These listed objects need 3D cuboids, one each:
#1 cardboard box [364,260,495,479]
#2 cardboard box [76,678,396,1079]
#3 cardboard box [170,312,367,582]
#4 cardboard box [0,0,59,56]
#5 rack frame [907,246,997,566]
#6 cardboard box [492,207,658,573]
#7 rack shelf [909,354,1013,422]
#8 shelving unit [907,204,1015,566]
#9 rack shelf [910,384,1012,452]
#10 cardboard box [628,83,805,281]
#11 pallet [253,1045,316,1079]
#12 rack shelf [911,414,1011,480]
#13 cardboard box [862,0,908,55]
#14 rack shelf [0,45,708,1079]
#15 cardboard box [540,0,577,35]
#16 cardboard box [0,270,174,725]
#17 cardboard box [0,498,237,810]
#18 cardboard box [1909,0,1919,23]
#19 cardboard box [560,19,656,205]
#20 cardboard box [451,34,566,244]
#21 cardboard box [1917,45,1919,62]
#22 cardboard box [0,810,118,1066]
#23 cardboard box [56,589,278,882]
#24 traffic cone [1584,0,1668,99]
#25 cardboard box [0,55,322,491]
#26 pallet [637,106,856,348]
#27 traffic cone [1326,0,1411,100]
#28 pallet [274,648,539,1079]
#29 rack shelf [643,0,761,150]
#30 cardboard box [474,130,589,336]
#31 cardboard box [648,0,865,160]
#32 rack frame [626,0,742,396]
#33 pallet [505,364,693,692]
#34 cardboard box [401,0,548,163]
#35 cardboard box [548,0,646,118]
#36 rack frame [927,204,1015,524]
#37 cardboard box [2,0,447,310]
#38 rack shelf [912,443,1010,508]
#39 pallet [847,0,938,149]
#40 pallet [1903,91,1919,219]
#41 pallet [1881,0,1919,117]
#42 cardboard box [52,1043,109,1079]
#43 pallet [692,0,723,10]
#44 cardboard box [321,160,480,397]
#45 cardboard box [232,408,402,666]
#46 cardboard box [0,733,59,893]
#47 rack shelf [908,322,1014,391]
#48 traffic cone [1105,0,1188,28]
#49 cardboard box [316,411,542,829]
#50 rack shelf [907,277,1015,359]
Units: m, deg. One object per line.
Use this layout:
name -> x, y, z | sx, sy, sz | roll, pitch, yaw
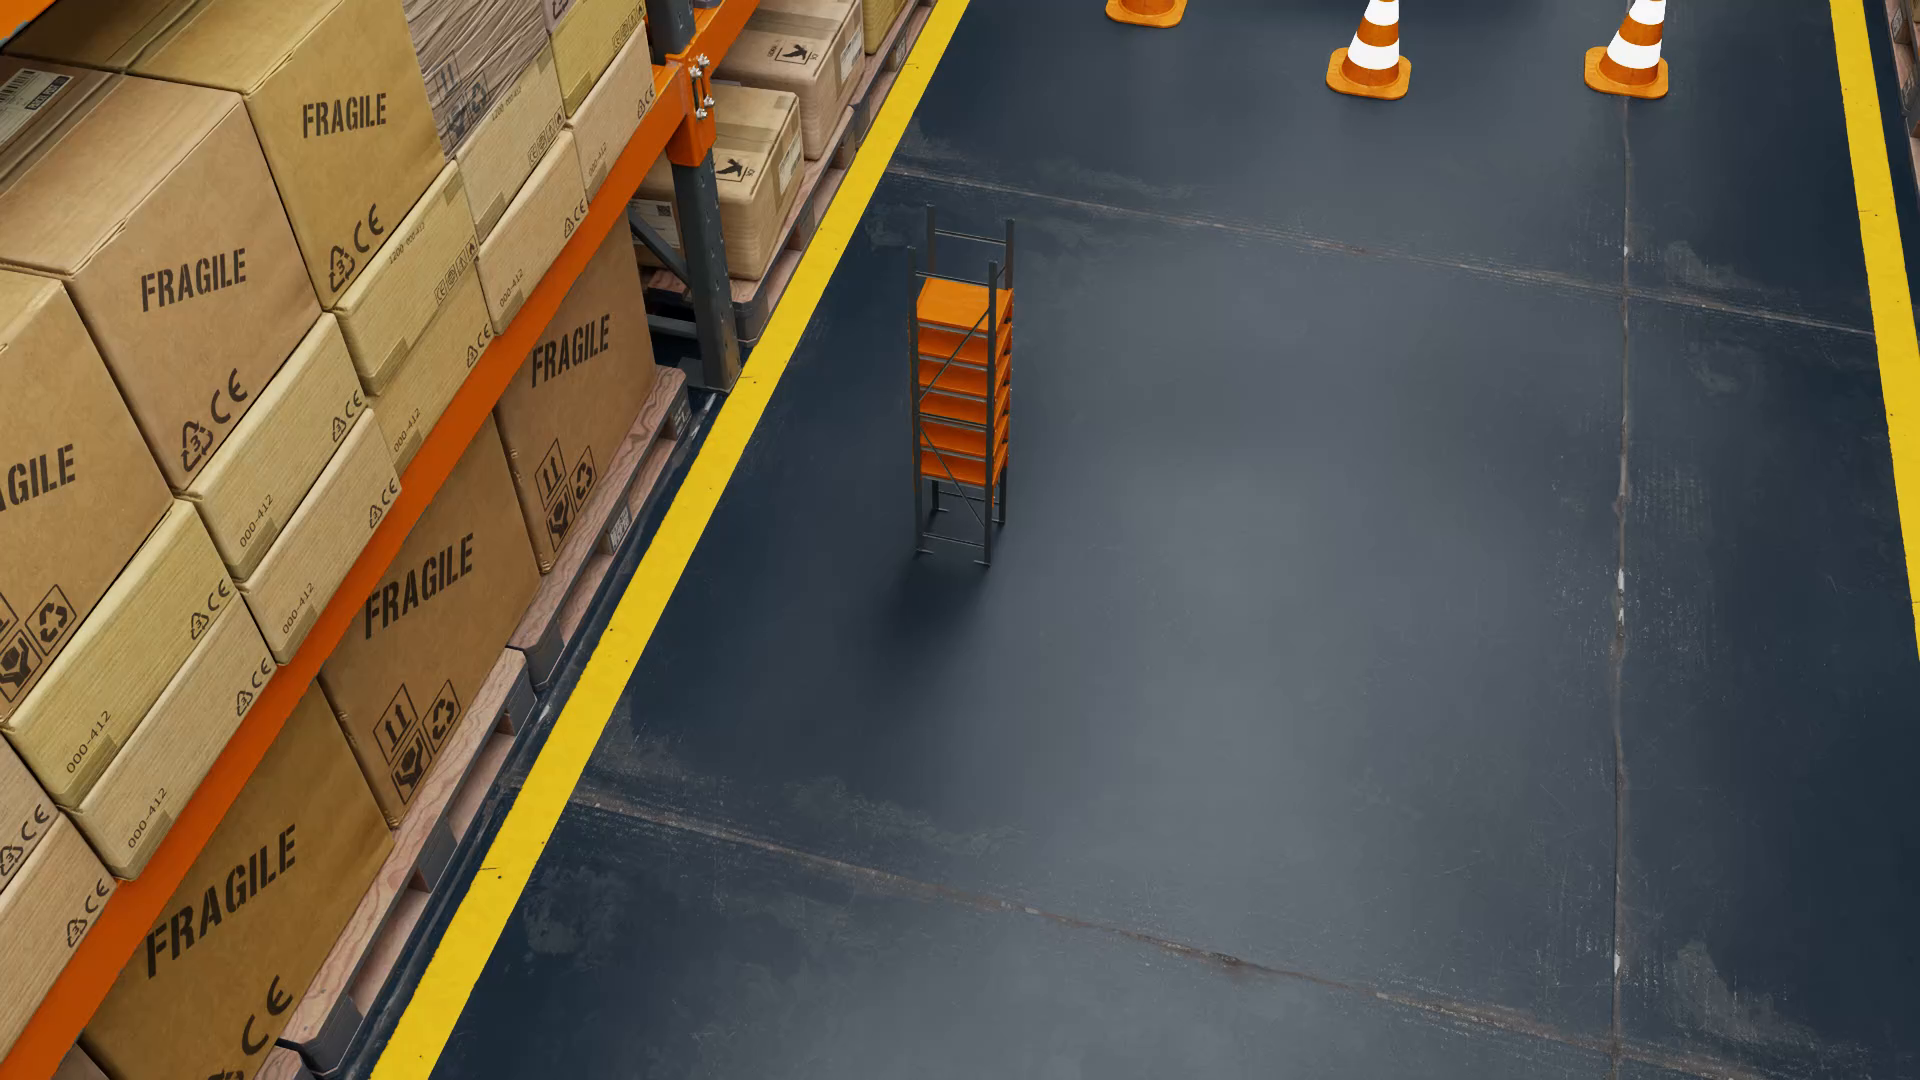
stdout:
cardboard box -> -1.403, -0.430, 3.729 | 0.500, 0.250, 0.500 | 11, 50, 10
cardboard box -> -1.990, 0.708, 3.762 | 0.875, 0.875, 0.875 | 13, 50, 11
cardboard box -> -1.518, -0.224, 3.214 | 0.500, 0.250, 0.500 | 10, 49, 9
cardboard box -> -1.891, -0.954, 3.358 | 0.500, 0.500, 0.500 | 13, 50, 11
rack frame -> -0.020, -0.341, 4.751 | 0.240, 1.200, 0.006 | 12, 50, 10
cardboard box -> -1.515, -0.583, 4.901 | 0.875, 0.875, 0.875 | 11, 50, 10
rack shelf -> 0.004, -0.458, 4.753 | 0.258, 0.103, 0.180 | 12, 50, 10
shelving unit -> 0.004, -0.407, 4.809 | 0.258, 1.200, 0.189 | 12, 50, 10
rack shelf -> 0.004, -0.378, 4.843 | 0.258, 0.103, 0.180 | 12, 50, 10
cardboard box -> -1.095, -1.307, 5.875 | 0.950, 0.372, 0.625 | 9, 49, 7
pallet -> -2.175, 1.613, 3.686 | 1.003, 0.211, 1.213 | 12, 50, 10
rack shelf -> 0.004, -0.299, 4.933 | 0.258, 0.103, 0.180 | 12, 50, 10
cardboard box -> -0.703, -2.389, 6.831 | 0.950, 0.372, 0.625 | 13, 50, 11
rack shelf -> -1.779, 0.054, 3.681 | 1.077, 0.370, 4.000 | 12, 50, 10
cardboard box -> -1.137, -1.569, 3.900 | 0.500, 0.500, 0.500 | 10, 49, 9
cardboard box -> -1.671, -0.098, 2.603 | 0.500, 0.500, 0.500 | 10, 49, 9
cardboard box -> -1.649, 0.142, 2.891 | 0.500, 0.250, 0.500 | 12, 50, 11
cardboard box -> 4.525, -2.548, 6.718 | 1.050, 0.750, 0.750 | 11, 50, 10
cardboard box -> -1.136, -1.164, 4.376 | 0.500, 0.250, 0.500 | 10, 49, 9
cardboard box -> -1.267, -0.974, 3.876 | 0.500, 0.250, 0.500 | 10, 49, 9
cardboard box -> 4.268, -1.851, 6.103 | 1.050, 0.750, 0.750 | 12, 50, 10
cardboard box -> -1.801, 0.672, 2.756 | 0.500, 0.250, 0.500 | 10, 49, 9
cardboard box -> -1.650, 0.304, 3.081 | 0.500, 0.250, 0.500 | 11, 50, 10
traffic cone -> 2.792, -2.108, 6.802 | 0.336, 0.463, 0.334 | 12, 50, 10
cardboard box -> -1.541, -0.473, 2.934 | 0.500, 0.500, 0.500 | 11, 49, 9
pallet -> -1.046, -1.273, 6.232 | 1.003, 0.211, 1.213 | 12, 50, 10
traffic cone -> 1.712, -2.104, 6.798 | 0.336, 0.463, 0.334 | 12, 50, 10
pallet -> -1.856, 0.727, 4.467 | 1.003, 0.211, 1.213 | 12, 50, 10
rack shelf -> -0.727, -2.839, 6.235 | 1.077, 0.370, 4.000 | 12, 50, 10
cardboard box -> -1.255, -0.791, 4.048 | 0.500, 0.250, 0.500 | 12, 50, 11
cardboard box -> -0.908, -1.842, 6.347 | 0.950, 0.372, 0.625 | 11, 49, 9
rack frame -> -1.253, -1.630, 4.688 | 1.000, 3.000, 0.127 | 12, 50, 10
pallet -> -1.533, -0.152, 5.244 | 1.003, 0.211, 1.213 | 12, 50, 10
cardboard box -> -1.264, -1.196, 3.571 | 0.500, 0.500, 0.500 | 12, 50, 11
cardboard box -> -1.135, -1.346, 4.204 | 0.500, 0.250, 0.500 | 11, 50, 10
rack frame -> 0.028, -0.474, 4.868 | 0.240, 1.200, 0.006 | 12, 50, 10
cardboard box -> -1.401, -0.838, 3.255 | 0.500, 0.500, 0.500 | 12, 50, 10
rack shelf -> 0.004, -0.219, 5.023 | 0.258, 0.103, 0.180 | 12, 50, 10
pallet -> -0.723, -2.152, 7.009 | 1.003, 0.211, 1.213 | 12, 50, 10
pallet -> 4.152, -1.239, 6.203 | 1.003, 0.211, 1.213 | 12, 50, 10
pallet -> 4.471, -2.124, 6.984 | 1.003, 0.211, 1.213 | 12, 50, 10
cardboard box -> -2.220, 1.363, 3.184 | 0.875, 0.875, 0.875 | 13, 50, 11
pallet -> -1.168, -2.103, 5.234 | 1.213, 0.211, 1.003 | 12, 50, 10
cardboard box -> -1.382, -0.600, 3.545 | 0.500, 0.250, 0.500 | 10, 49, 9
cardboard box -> -1.510, -0.056, 3.398 | 0.500, 0.250, 0.500 | 11, 49, 9
cardboard box -> -1.808, 0.502, 2.573 | 0.500, 0.250, 0.500 | 12, 50, 11
rack shelf -> 0.004, -0.537, 4.663 | 0.258, 0.103, 0.180 | 12, 50, 10
traffic cone -> 0.824, -2.511, 7.158 | 0.336, 0.463, 0.334 | 12, 50, 10
cardboard box -> -1.754, 0.061, 4.332 | 0.875, 0.875, 0.875 | 12, 50, 10
rack shelf -> 0.004, -0.616, 4.573 | 0.258, 0.103, 0.180 | 12, 50, 10
